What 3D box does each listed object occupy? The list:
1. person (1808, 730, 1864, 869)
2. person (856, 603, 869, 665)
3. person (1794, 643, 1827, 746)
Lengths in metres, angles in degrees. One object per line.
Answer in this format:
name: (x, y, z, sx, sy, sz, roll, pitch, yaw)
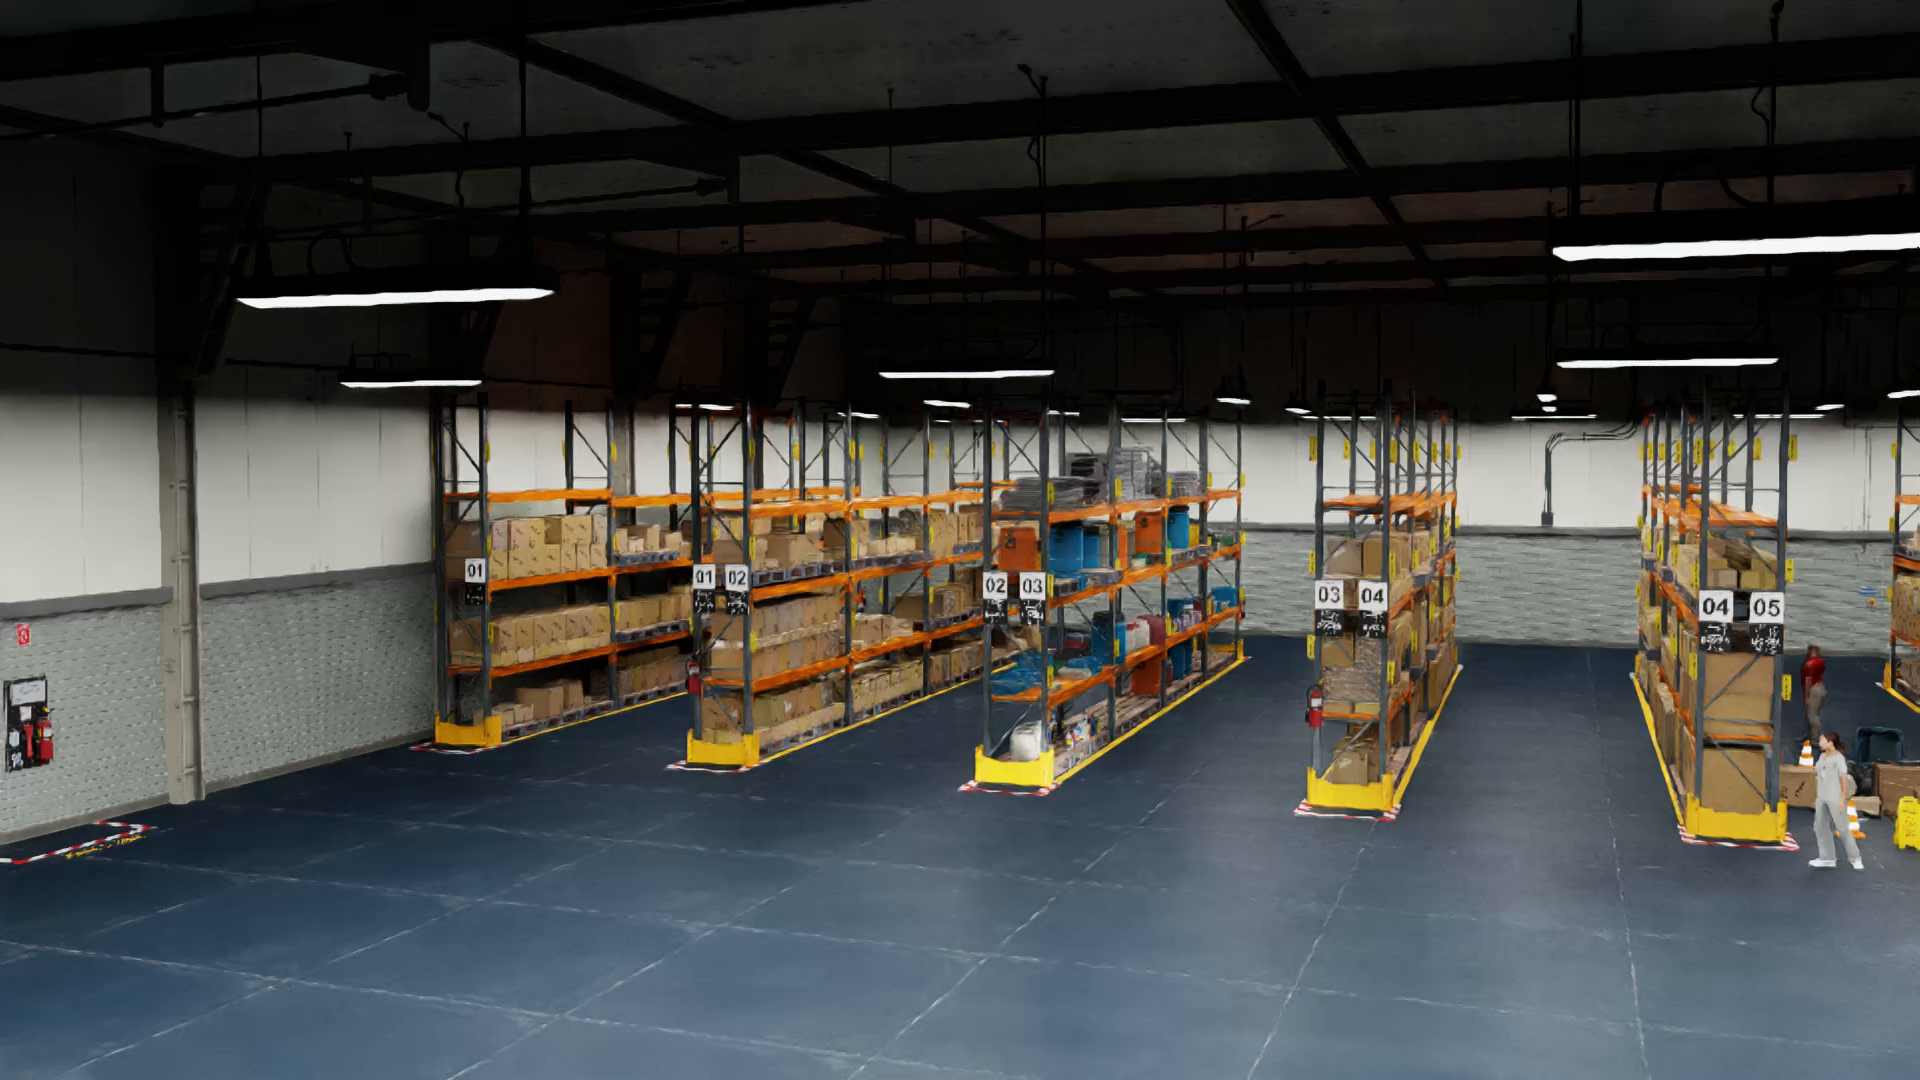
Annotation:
person: (10.558, 3.112, 20.007, 0.543, 1.664, 0.556, 0, 3, -9)
person: (-2.192, 2.212, 36.620, 0.599, 1.659, 0.554, -2, 4, -38)
person: (14.472, 2.619, 28.332, 0.588, 1.731, 0.491, -3, 4, -40)
